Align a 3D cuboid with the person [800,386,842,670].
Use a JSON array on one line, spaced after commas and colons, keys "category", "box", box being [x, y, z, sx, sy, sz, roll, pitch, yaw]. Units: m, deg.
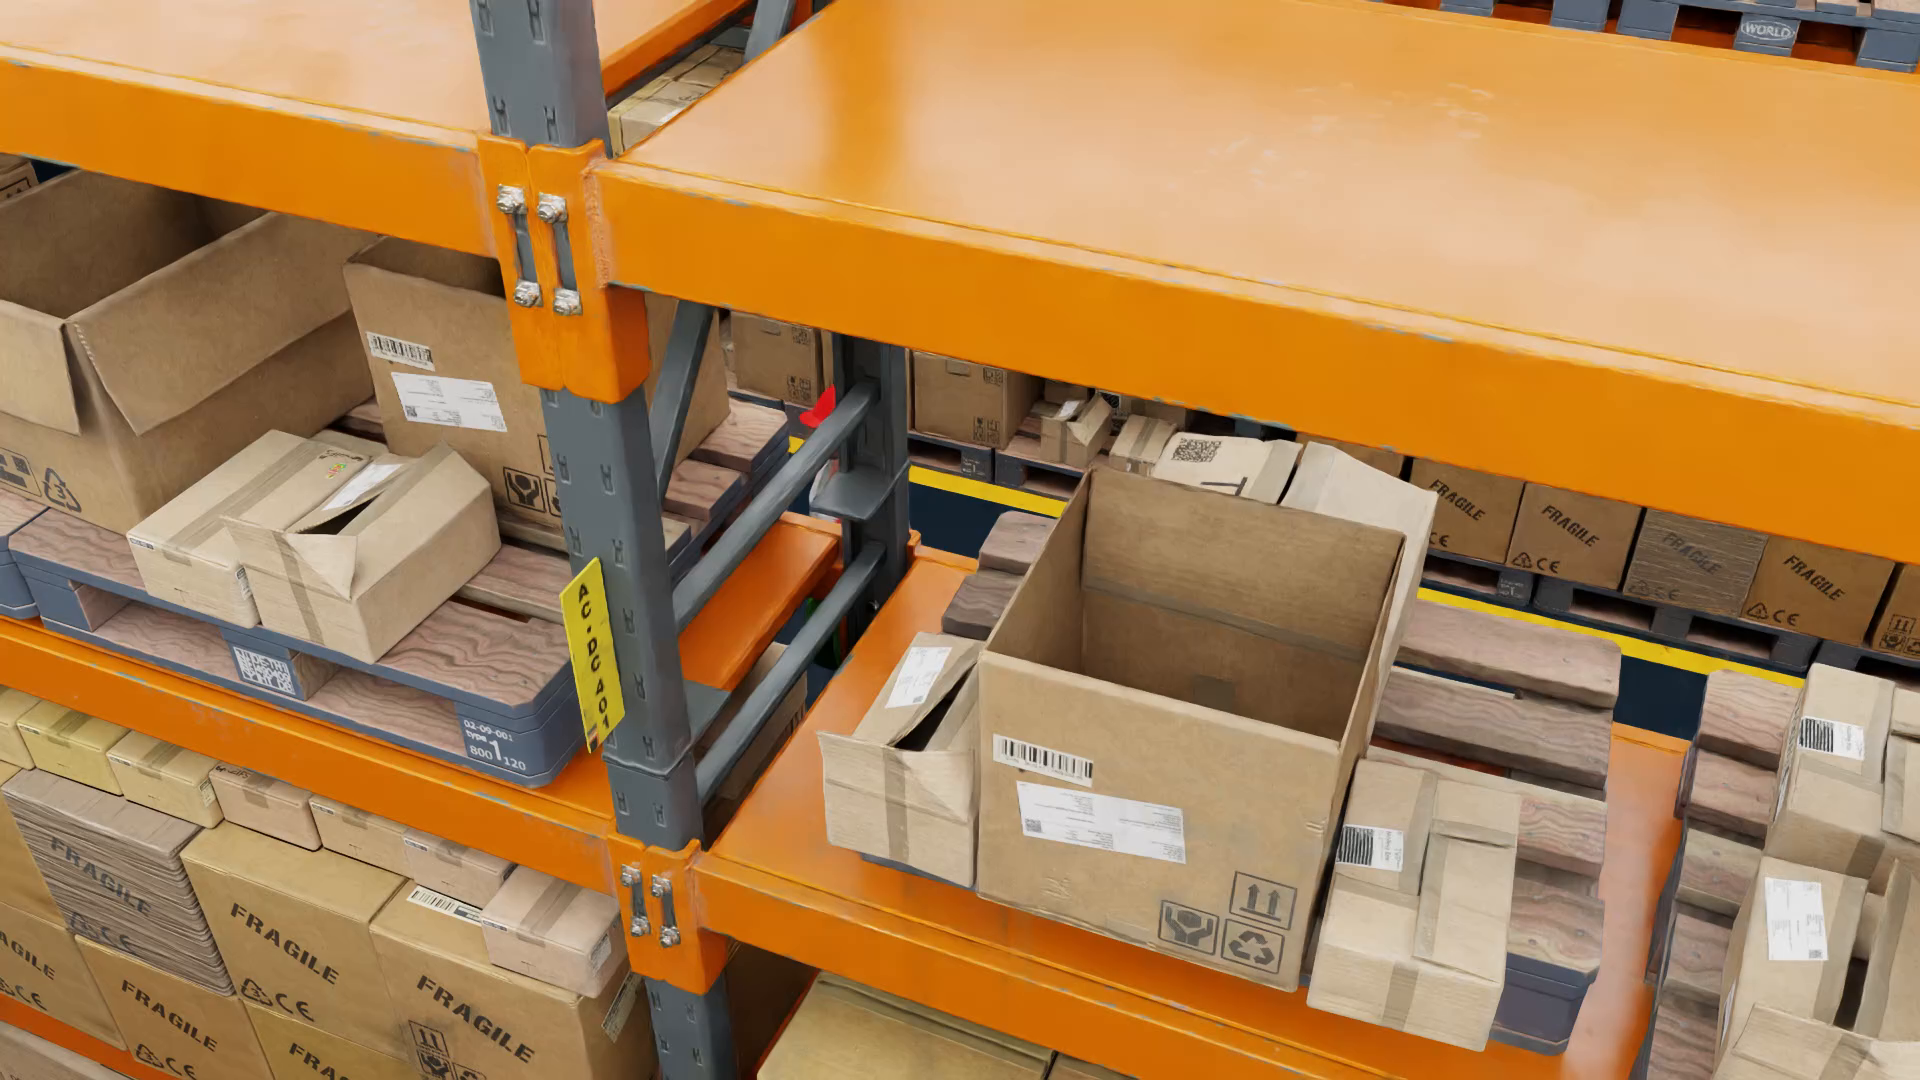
[{"category": "person", "box": [-0.392, 0.185, 6.545, 0.579, 1.789, 0.581, -17, 40, -21]}]
